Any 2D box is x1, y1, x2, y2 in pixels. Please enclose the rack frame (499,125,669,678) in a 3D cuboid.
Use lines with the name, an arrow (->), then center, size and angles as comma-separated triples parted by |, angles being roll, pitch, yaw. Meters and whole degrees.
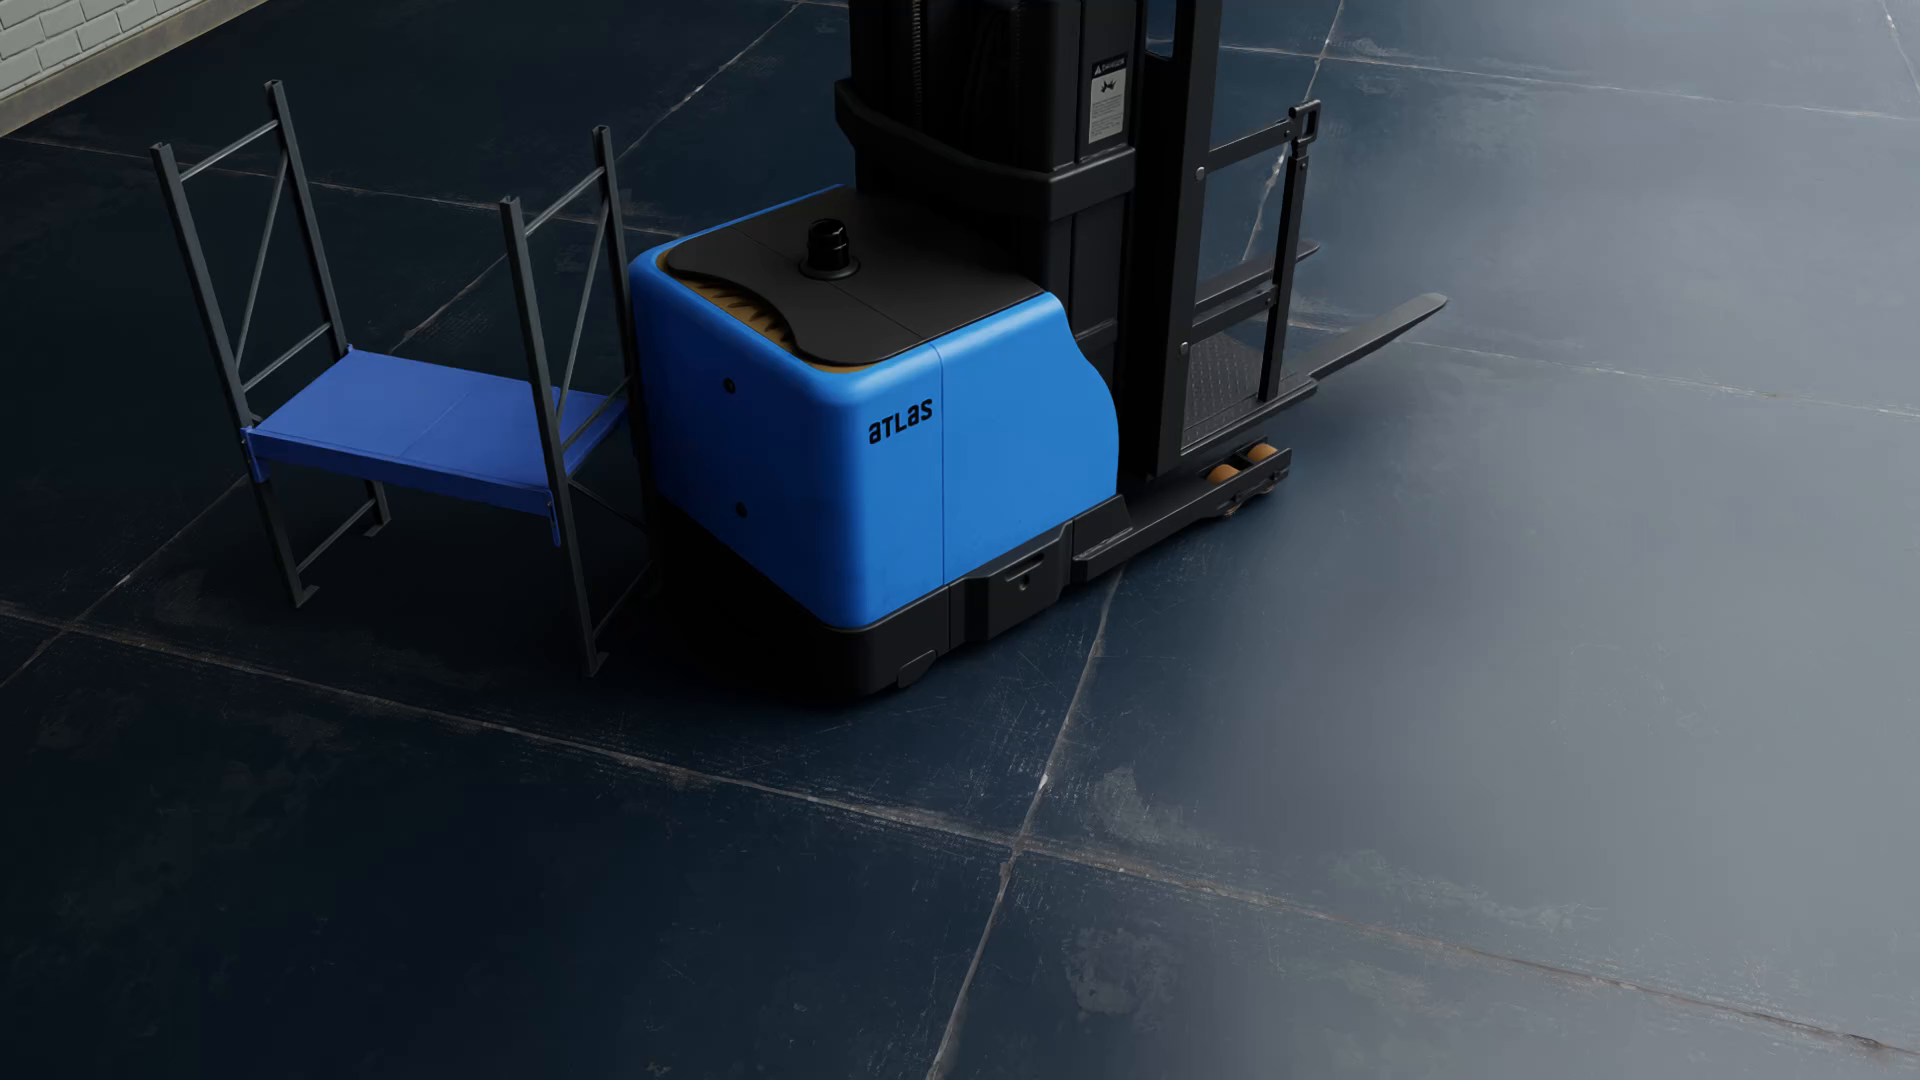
rack frame -> -1.012, -0.342, 4.613 | 0.032, 1.500, 0.500 | 11, 38, 15

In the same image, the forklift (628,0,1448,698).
forklift -> 0.483, -1.474, 4.944 | 3.031, 2.935, 1.130 | -27, 44, -32

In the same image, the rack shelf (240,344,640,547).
rack shelf -> -1.494, -0.293, 4.849 | 1.000, 0.185, 0.538 | 11, 38, 15

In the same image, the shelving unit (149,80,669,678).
shelving unit -> -1.494, -0.438, 4.743 | 1.048, 1.500, 0.538 | 11, 38, 15

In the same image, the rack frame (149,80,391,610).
rack frame -> -1.976, -0.533, 4.872 | 0.032, 1.500, 0.500 | 11, 38, 15
